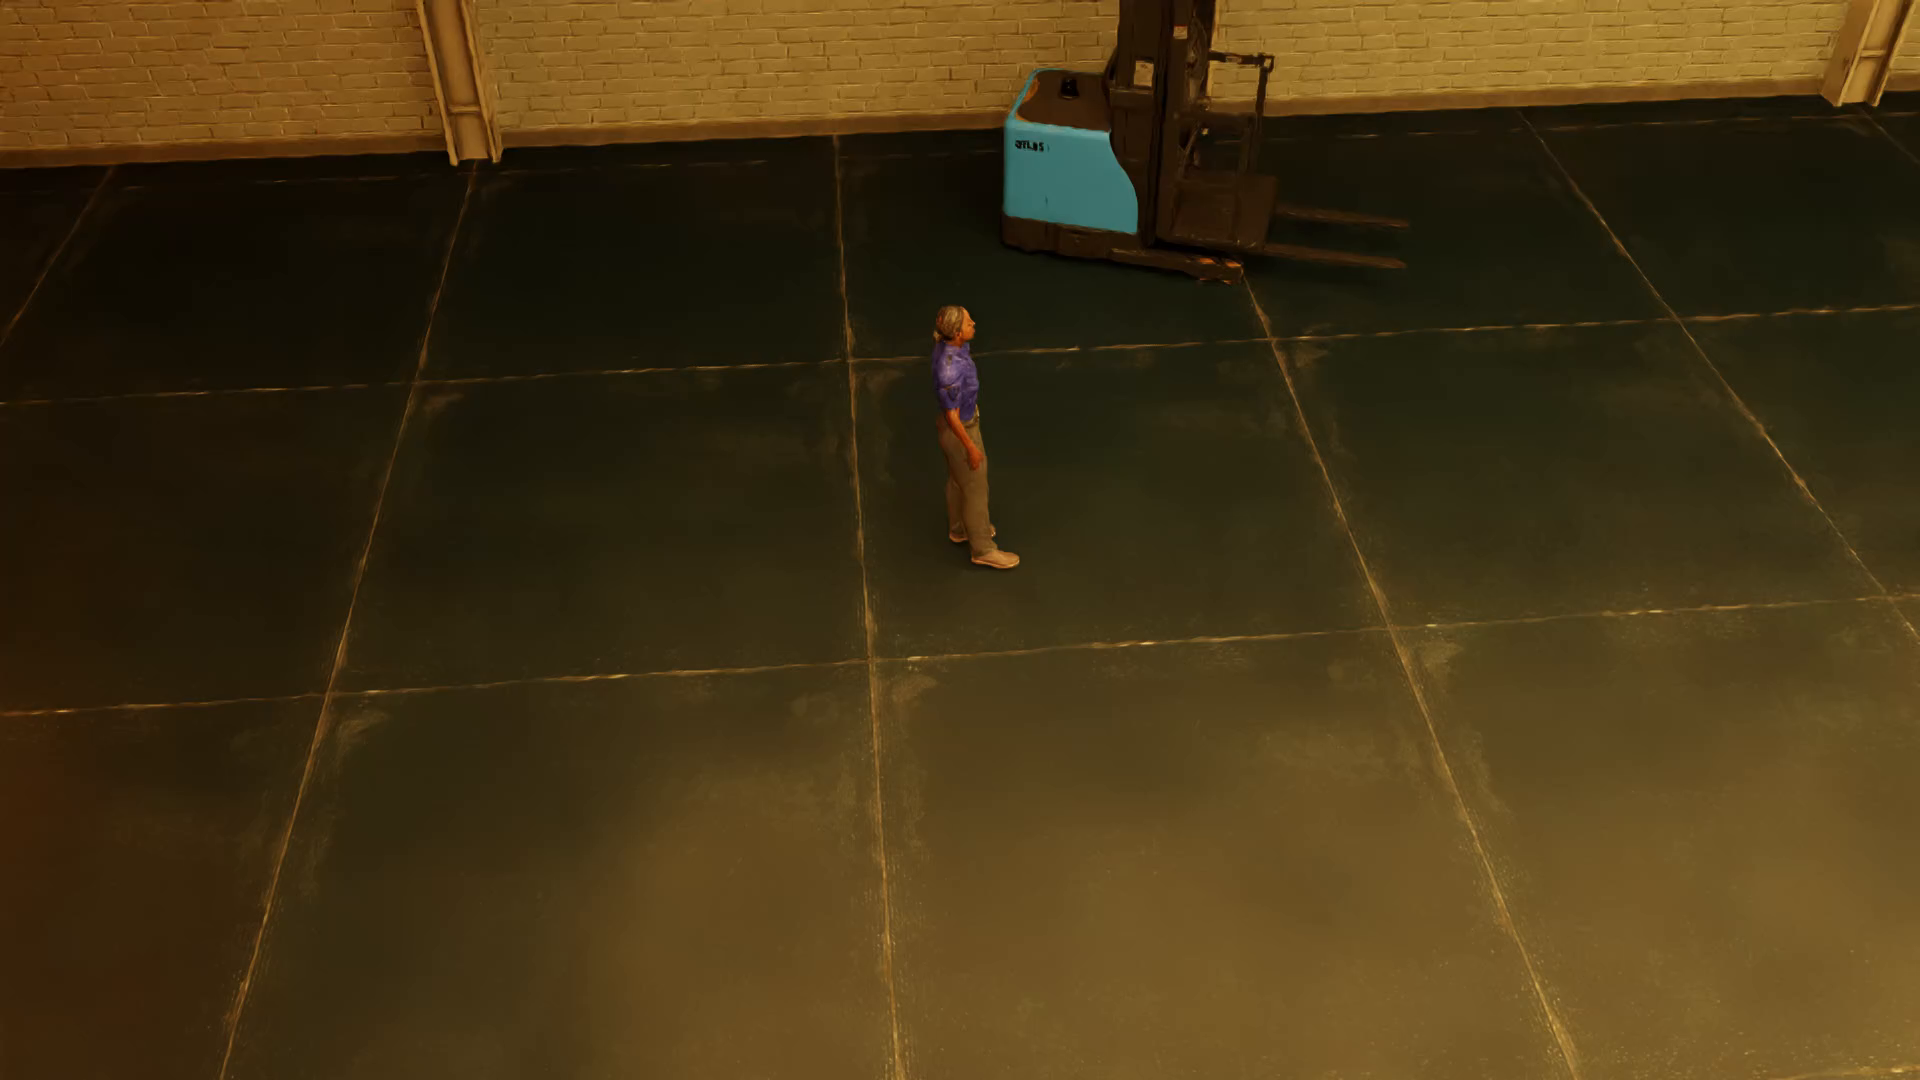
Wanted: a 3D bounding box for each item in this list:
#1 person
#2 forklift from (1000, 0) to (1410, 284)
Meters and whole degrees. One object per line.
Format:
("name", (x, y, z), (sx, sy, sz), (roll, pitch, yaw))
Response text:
("person", (0.089, -0.626, 9.642), (0.503, 1.654, 0.570), (-3, 41, -4))
("forklift", (1.883, -3.408, 11.922), (3.031, 2.935, 1.130), (10, 42, 11))
